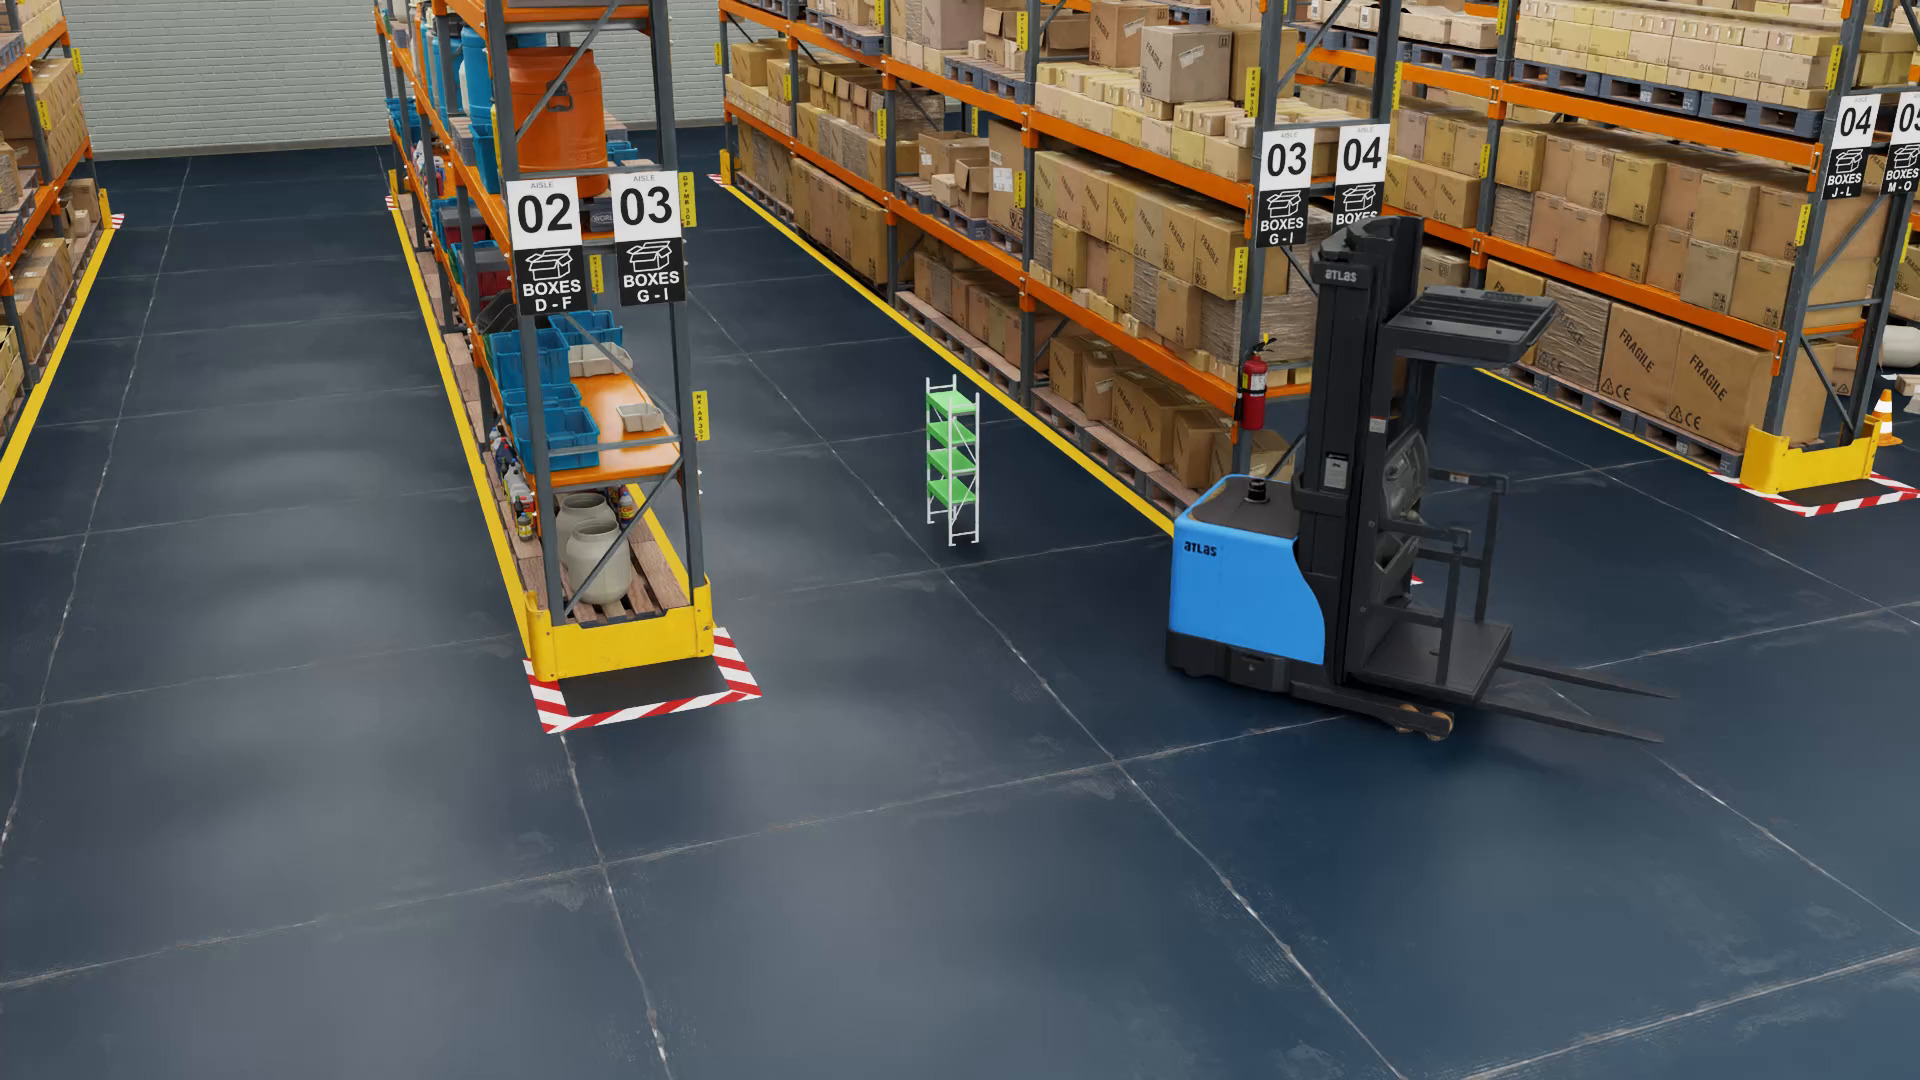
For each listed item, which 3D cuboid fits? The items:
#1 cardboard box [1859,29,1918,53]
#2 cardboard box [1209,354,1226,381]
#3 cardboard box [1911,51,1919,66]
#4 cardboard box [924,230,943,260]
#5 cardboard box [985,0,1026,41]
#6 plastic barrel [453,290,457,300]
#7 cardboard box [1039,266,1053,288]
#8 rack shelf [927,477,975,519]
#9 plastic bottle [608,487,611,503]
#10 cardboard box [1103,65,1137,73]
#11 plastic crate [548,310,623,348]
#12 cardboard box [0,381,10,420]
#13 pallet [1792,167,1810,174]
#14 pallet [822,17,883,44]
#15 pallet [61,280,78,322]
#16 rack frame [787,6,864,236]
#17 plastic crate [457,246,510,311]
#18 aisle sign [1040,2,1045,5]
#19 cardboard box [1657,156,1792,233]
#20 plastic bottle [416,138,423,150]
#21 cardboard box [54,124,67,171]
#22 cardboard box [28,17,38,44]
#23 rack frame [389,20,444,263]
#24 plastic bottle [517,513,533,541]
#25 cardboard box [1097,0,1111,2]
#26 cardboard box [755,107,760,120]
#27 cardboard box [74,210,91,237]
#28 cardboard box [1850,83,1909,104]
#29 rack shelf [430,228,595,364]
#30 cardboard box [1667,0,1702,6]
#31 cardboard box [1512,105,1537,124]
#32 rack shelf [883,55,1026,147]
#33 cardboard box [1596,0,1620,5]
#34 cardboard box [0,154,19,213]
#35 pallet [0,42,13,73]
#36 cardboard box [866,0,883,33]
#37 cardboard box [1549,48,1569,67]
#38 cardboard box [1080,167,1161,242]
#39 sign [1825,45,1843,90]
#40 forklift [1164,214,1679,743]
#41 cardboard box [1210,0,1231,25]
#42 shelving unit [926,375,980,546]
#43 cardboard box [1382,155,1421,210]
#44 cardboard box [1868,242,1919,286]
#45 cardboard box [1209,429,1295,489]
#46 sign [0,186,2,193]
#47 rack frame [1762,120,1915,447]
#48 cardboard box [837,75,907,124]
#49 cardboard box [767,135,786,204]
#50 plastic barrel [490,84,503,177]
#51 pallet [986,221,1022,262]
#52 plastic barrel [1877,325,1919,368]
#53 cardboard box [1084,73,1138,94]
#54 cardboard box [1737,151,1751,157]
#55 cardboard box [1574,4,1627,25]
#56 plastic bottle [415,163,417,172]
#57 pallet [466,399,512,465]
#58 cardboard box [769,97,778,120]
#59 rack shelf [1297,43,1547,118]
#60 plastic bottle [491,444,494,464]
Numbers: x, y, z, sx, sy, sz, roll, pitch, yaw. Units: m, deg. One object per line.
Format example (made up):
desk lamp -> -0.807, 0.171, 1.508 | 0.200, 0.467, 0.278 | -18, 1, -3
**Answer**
cardboard box -> 7.331, -3.944, 13.134 | 0.380, 0.149, 0.250 | -8, 24, -18
cardboard box -> 2.094, -1.312, 12.448 | 0.380, 0.149, 0.250 | -8, 24, -19
cardboard box -> 10.252, -5.091, 17.552 | 0.380, 0.149, 0.250 | -8, 24, -19
cardboard box -> -0.086, -3.326, 18.588 | 0.500, 0.250, 0.500 | -7, 24, -17
cardboard box -> 0.404, -5.321, 17.003 | 0.500, 0.500, 0.500 | -8, 24, -18
plastic barrel -> -5.456, -2.904, 18.565 | 0.421, 0.512, 0.421 | 0, 23, 0
cardboard box -> 0.933, -2.387, 14.999 | 0.380, 0.149, 0.250 | -8, 24, -19
rack shelf -> -0.058, -0.333, 12.901 | 0.258, 0.148, 0.480 | -8, 24, -19
plastic bottle -> -2.699, -0.394, 12.983 | 0.097, 0.201, 0.097 | 0, 23, 0
cardboard box -> 1.456, -4.024, 14.376 | 0.380, 0.149, 0.250 | -8, 24, -18
plastic crate -> -2.926, -1.602, 13.004 | 0.499, 0.251, 0.616 | -8, 24, -19
cardboard box -> -8.845, -1.210, 14.881 | 0.500, 0.250, 0.500 | -8, 24, -18
pallet -> 10.199, -4.284, 19.423 | 1.003, 0.211, 1.213 | -8, 24, -19
pallet -> -1.026, -6.096, 19.857 | 1.003, 0.211, 1.213 | -7, 24, -17
pallet -> -10.710, -2.689, 18.981 | 1.003, 0.211, 1.213 | -8, 24, -19
rack frame -> -1.764, -5.622, 22.350 | 1.000, 3.000, 0.127 | -8, 24, -19
plastic crate -> -4.029, -2.199, 14.147 | 0.402, 0.464, 0.583 | -8, 24, -19
aisle sign -> 1.193, -8.903, 26.786 | 0.394, 0.787, 0.004 | -8, 24, -19
cardboard box -> 6.705, -3.022, 14.598 | 0.875, 0.550, 0.550 | -8, 24, -19
plastic bottle -> -6.562, -4.733, 20.304 | 0.144, 0.351, 0.185 | -8, 24, -19
cardboard box -> -11.142, -4.718, 20.078 | 0.500, 0.500, 0.500 | -8, 24, -18
cardboard box -> -11.146, -5.970, 19.507 | 0.500, 0.250, 0.500 | -8, 24, -19
rack frame -> -6.397, -4.942, 20.738 | 1.000, 3.000, 0.127 | -8, 24, -19
plastic bottle -> -3.217, -0.103, 12.292 | 0.097, 0.201, 0.097 | 0, 23, 0
cardboard box -> 2.321, -7.903, 24.094 | 0.500, 0.250, 0.500 | -8, 24, -19
cardboard box -> -2.721, -6.132, 23.883 | 0.380, 0.149, 0.250 | -8, 24, -18
cardboard box -> -11.716, -4.140, 21.808 | 0.500, 0.250, 0.500 | -8, 24, -19
cardboard box -> 7.330, -3.580, 13.298 | 0.380, 0.149, 0.250 | -8, 24, -19
rack shelf -> -4.278, -2.431, 15.705 | 1.077, 0.370, 4.000 | -8, 24, -19
cardboard box -> 9.246, -6.611, 20.706 | 0.700, 0.500, 0.500 | -8, 24, -19
cardboard box -> 8.141, -5.976, 23.383 | 0.500, 0.250, 0.500 | -9, 24, -20
rack shelf -> 0.356, -4.493, 16.735 | 1.077, 0.370, 4.000 | -8, 24, -19
cardboard box -> 6.255, -5.051, 15.762 | 0.380, 0.149, 0.250 | -8, 24, -19
cardboard box -> -10.092, -3.622, 16.936 | 0.700, 0.500, 0.500 | -4, 23, -9
pallet -> -10.499, -4.937, 17.104 | 1.213, 0.211, 1.003 | -8, 24, -19
cardboard box -> -0.634, -6.004, 18.720 | 0.797, 0.503, 0.637 | -7, 24, -16
cardboard box -> 5.729, -4.501, 15.484 | 0.380, 0.149, 0.250 | -8, 24, -19
cardboard box -> 1.338, -2.797, 13.850 | 0.500, 0.500, 0.500 | -8, 24, -19
sign -> 6.639, -3.590, 12.629 | 0.100, 0.325, 0.005 | -8, 24, -19
forklift -> 2.874, -0.381, 10.005 | 3.031, 2.935, 1.130 | 12, 26, 26
cardboard box -> 3.524, -6.775, 21.096 | 0.500, 0.500, 0.500 | -8, 24, -19
shelving unit -> -0.058, -0.613, 12.783 | 0.258, 1.200, 0.503 | -8, 24, -19
cardboard box -> 4.947, -3.925, 18.196 | 0.500, 0.500, 0.500 | -8, 24, -18
cardboard box -> 10.289, -3.096, 18.390 | 0.500, 0.500, 0.500 | -7, 24, -16
cardboard box -> 2.270, -0.533, 12.953 | 0.500, 0.500, 0.500 | -4, 23, -9
sign -> -9.102, -3.422, 15.639 | 0.100, 0.325, 0.005 | -8, 24, -19
rack frame -> 7.151, -1.906, 13.533 | 1.000, 3.000, 0.127 | -8, 24, -19
cardboard box -> -1.065, -5.425, 20.462 | 0.797, 0.503, 0.637 | -8, 24, -17
cardboard box -> -2.240, -5.414, 24.052 | 0.875, 0.875, 0.875 | -8, 24, -19
plastic barrel -> -2.680, -2.642, 10.634 | 0.600, 0.588, 0.600 | 0, 23, 0
pallet -> 0.928, -2.924, 16.197 | 1.003, 0.211, 1.213 | -8, 24, -19
plastic barrel -> 9.600, -1.977, 17.019 | 0.512, 0.421, 0.421 | 8, 24, 18
cardboard box -> 1.250, -3.779, 13.796 | 0.380, 0.149, 0.250 | -8, 24, -17
cardboard box -> 9.546, -4.674, 19.885 | 0.380, 0.149, 0.250 | -8, 24, -19
cardboard box -> 5.819, -4.777, 15.110 | 0.380, 0.149, 0.250 | -9, 24, -20
plastic bottle -> -6.411, -4.416, 19.745 | 0.097, 0.201, 0.097 | 0, 23, 0
pallet -> -3.885, -1.031, 15.047 | 1.003, 0.211, 1.213 | -8, 24, -19
cardboard box -> -2.350, -6.002, 23.062 | 0.500, 0.250, 0.500 | -8, 24, -17
rack shelf -> 5.032, -5.136, 18.262 | 1.077, 0.370, 4.000 | -8, 24, -19
plastic bottle -> -3.833, -0.736, 13.794 | 0.097, 0.201, 0.097 | 0, 23, 0
